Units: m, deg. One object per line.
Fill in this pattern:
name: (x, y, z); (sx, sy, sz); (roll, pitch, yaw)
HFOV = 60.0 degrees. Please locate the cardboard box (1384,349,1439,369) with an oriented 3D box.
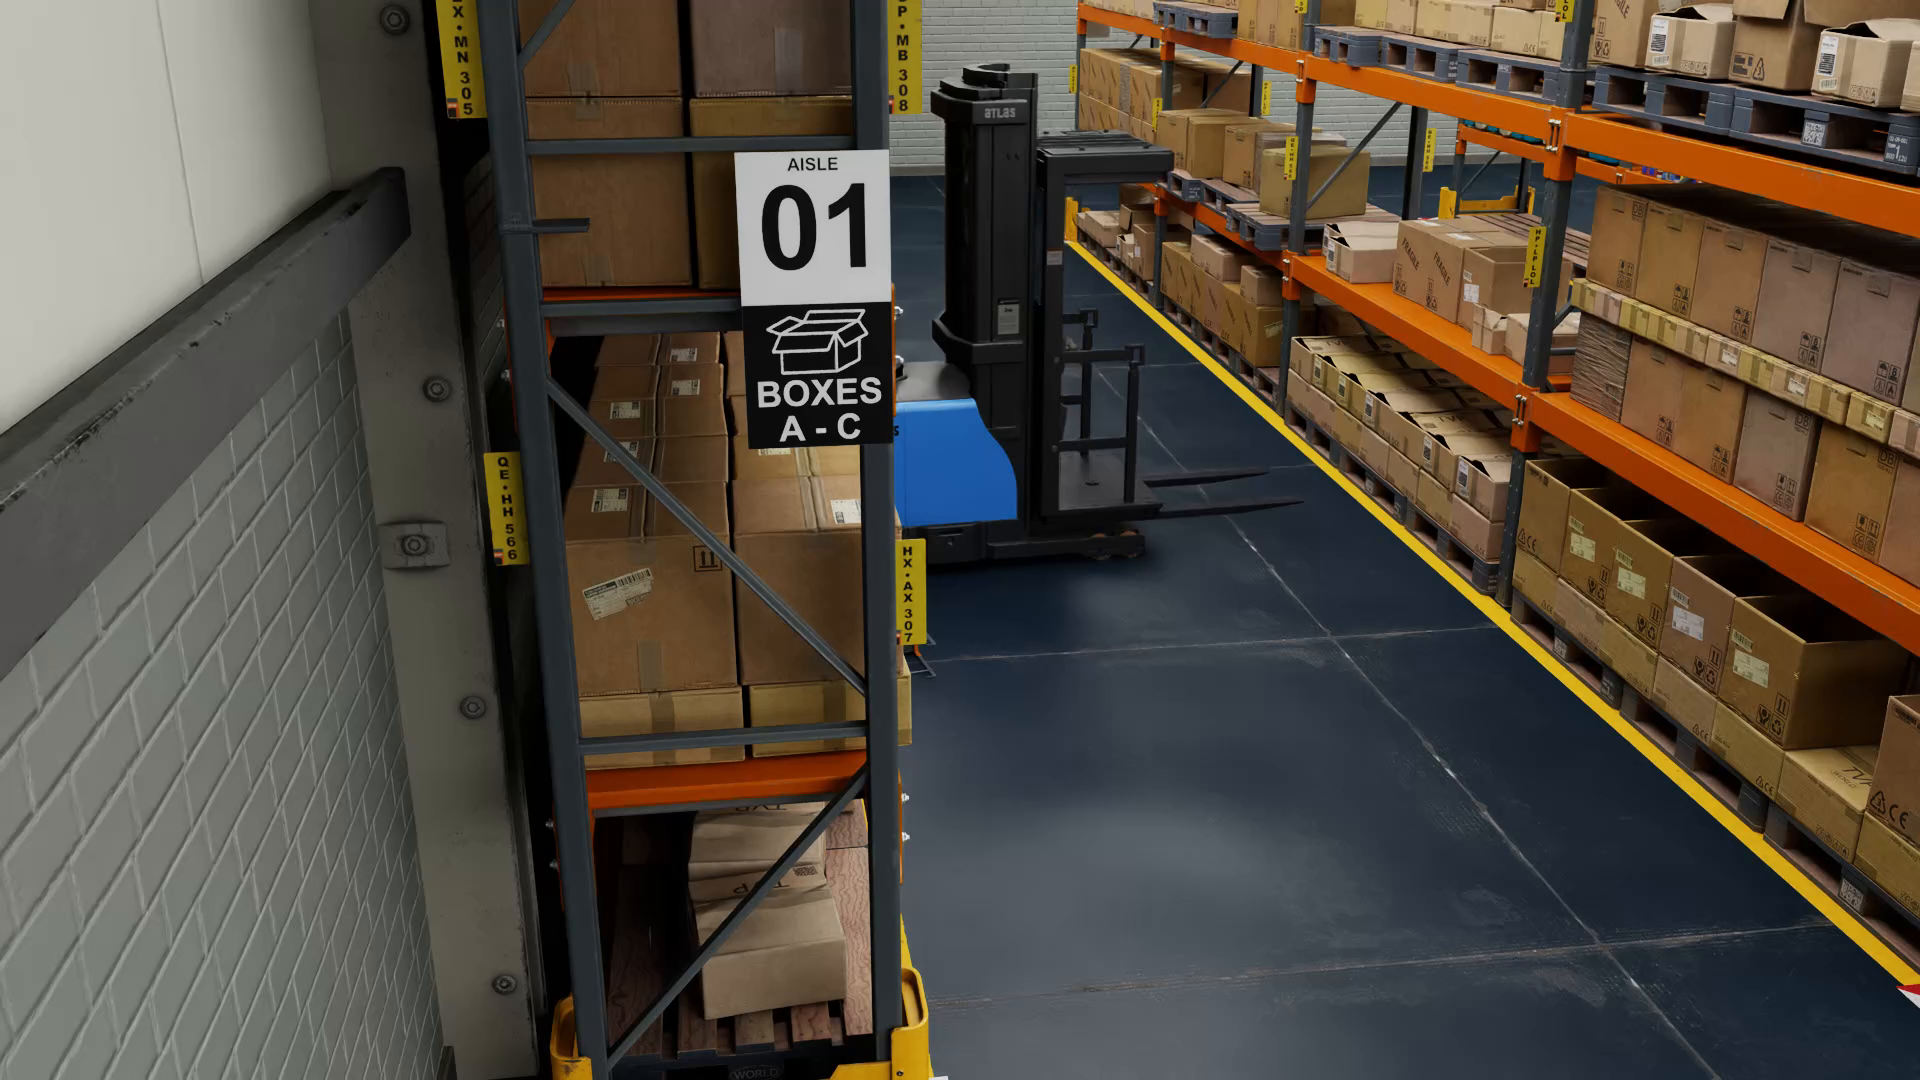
cardboard box: (3.464, -1.259, 12.329); (0.500, 0.311, 0.500); (-3, 21, -9)

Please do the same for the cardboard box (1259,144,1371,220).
cardboard box: (2.861, -2.892, 13.430); (0.700, 0.500, 0.500); (-10, 23, -26)

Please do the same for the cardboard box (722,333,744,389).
cardboard box: (-0.747, -0.595, 7.137); (0.500, 0.500, 0.500); (-4, 21, -9)

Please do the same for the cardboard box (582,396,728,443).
cardboard box: (-1.104, -0.212, 6.111); (0.500, 0.500, 0.500); (-3, 21, -9)

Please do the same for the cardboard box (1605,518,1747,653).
cardboard box: (3.542, 0.211, 8.122); (0.500, 0.500, 0.500); (-3, 21, -8)

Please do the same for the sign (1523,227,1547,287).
sign: (3.105, -1.526, 8.974); (0.100, 0.325, 0.005); (-3, 21, -8)

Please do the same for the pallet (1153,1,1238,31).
pallet: (2.512, -4.909, 15.555); (1.213, 0.211, 1.003); (-3, 21, -8)

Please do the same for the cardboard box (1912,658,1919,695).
cardboard box: (4.286, 0.703, 6.803); (0.500, 0.500, 0.500); (-3, 21, -8)

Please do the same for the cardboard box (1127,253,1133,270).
cardboard box: (2.011, -3.002, 17.912); (0.380, 0.149, 0.250); (-3, 21, -8)

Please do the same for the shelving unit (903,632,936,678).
shelving unit: (-0.434, 0.450, 9.232); (0.258, 0.189, 1.200); (-7, 21, -18)

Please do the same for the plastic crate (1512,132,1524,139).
plastic crate: (6.712, -4.847, 19.559); (0.416, 0.233, 0.300); (-3, 21, -8)

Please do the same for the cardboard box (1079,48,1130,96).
cardboard box: (1.714, -5.555, 19.729); (0.500, 0.500, 0.500); (-2, 21, -6)

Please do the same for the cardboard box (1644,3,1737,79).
cardboard box: (3.530, -2.303, 7.634); (0.500, 0.311, 0.500); (-4, 21, -11)

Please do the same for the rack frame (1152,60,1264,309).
rack frame: (2.487, -3.821, 16.661); (1.000, 3.000, 0.127); (-3, 21, -8)

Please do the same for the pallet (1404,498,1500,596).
pallet: (3.495, 0.002, 10.410); (1.003, 0.211, 1.213); (-3, 21, -8)

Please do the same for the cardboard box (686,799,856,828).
cardboard box: (-0.834, 0.851, 7.093); (0.700, 0.500, 0.500); (-4, 21, -11)

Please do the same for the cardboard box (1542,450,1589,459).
cardboard box: (3.827, -0.379, 9.971); (0.500, 0.311, 0.500); (-3, 21, -8)

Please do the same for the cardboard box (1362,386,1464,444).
cardboard box: (3.079, -0.876, 11.302); (0.500, 0.311, 0.500); (-3, 21, -8)

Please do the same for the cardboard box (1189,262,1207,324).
cardboard box: (2.468, -2.319, 15.582); (0.500, 0.500, 0.500); (-3, 21, -7)

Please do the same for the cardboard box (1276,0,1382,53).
cardboard box: (2.967, -4.038, 12.810); (0.910, 0.500, 0.500); (-3, 21, -8)

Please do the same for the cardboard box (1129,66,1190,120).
cardboard box: (2.081, -4.676, 17.377); (0.500, 0.500, 0.500); (-3, 21, -9)

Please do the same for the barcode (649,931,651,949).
barcode: (-1.094, 1.404, 5.872); (0.001, 0.075, 0.075); (-3, 21, -8)

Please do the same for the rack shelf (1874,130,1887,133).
rack shelf: (12.002, -4.675, 19.975); (1.077, 0.370, 4.000); (-3, 21, -8)

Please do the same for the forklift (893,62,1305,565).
forklift: (0.686, -1.421, 10.331); (3.031, 2.935, 1.130); (-4, 21, -11)

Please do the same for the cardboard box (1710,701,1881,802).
cardboard box: (3.689, 0.908, 7.327); (0.500, 0.250, 0.500); (-3, 21, -8)

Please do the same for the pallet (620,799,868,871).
pallet: (-0.950, 1.160, 7.309); (1.003, 0.211, 1.213); (-3, 21, -8)

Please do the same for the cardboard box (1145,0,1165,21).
cardboard box: (2.154, -5.311, 16.577); (0.500, 0.250, 0.500); (-3, 21, -8)

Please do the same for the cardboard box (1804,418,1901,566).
cardboard box: (4.016, -0.230, 6.901); (0.700, 0.500, 0.500); (-3, 21, -7)

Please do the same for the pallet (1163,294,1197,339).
pallet: (2.642, -2.235, 16.400); (1.003, 0.211, 1.213); (-3, 21, -8)

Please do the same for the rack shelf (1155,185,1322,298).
rack shelf: (2.775, -2.792, 14.932); (1.077, 0.370, 4.000); (-3, 21, -8)

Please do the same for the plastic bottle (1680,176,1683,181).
plastic bottle: (7.135, -3.596, 16.340); (0.097, 0.201, 0.097); (0, 20, 0)

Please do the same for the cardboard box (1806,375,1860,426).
cardboard box: (3.785, -0.588, 6.934); (0.380, 0.149, 0.250); (-2, 21, -6)

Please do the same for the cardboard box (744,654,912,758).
cardboard box: (-0.441, 0.460, 5.382); (0.500, 0.250, 0.500); (-4, 21, -9)

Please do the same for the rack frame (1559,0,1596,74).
rack frame: (3.640, -3.862, 8.195); (1.000, 3.000, 0.127); (-3, 21, -8)

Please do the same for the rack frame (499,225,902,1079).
rack frame: (-0.685, 0.584, 4.864); (1.000, 3.000, 0.127); (-3, 21, -8)

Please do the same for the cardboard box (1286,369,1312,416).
cardboard box: (2.849, -1.149, 12.835); (0.500, 0.250, 0.500); (-3, 21, -8)

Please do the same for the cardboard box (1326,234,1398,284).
cardboard box: (3.001, -2.075, 12.113); (0.500, 0.311, 0.500); (-3, 21, -8)

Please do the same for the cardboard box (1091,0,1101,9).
cardboard box: (1.792, -6.177, 18.894); (0.500, 0.250, 0.500); (-3, 21, -8)

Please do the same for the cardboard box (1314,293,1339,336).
cardboard box: (3.200, -1.825, 14.258); (0.500, 0.500, 0.500); (-4, 21, -10)

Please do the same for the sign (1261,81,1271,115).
sign: (3.036, -4.393, 16.536); (0.100, 0.325, 0.005); (-3, 21, -8)

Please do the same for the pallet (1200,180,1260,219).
pallet: (2.779, -3.020, 14.788); (1.003, 0.211, 1.213); (-3, 21, -8)

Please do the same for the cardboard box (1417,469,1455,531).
cardboard box: (3.223, -0.264, 10.467); (0.500, 0.250, 0.500); (-3, 21, -9)

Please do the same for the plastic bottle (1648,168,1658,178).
plastic bottle: (7.039, -3.821, 16.825); (0.061, 0.283, 0.133); (-3, 21, -8)

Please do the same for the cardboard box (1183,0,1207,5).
cardboard box: (2.487, -5.339, 15.550); (0.600, 0.600, 0.600); (-5, 21, -13)

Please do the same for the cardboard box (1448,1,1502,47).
cardboard box: (3.425, -3.248, 10.453); (0.500, 0.250, 0.500); (-5, 21, -12)

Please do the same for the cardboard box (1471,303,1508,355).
cardboard box: (3.332, -1.284, 10.058); (0.396, 0.266, 0.258); (-3, 21, -9)

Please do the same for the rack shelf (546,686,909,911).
rack shelf: (-0.973, 0.229, 6.844); (1.077, 0.370, 4.000); (-3, 21, -8)

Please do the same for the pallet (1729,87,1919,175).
pallet: (3.961, -1.700, 6.820); (1.003, 0.211, 1.213); (-3, 21, -8)

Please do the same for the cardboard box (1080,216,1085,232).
cardboard box: (1.667, -3.836, 20.121); (0.380, 0.166, 0.250); (-3, 21, -8)

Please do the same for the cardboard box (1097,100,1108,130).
cardboard box: (1.863, -4.734, 18.961); (0.500, 0.500, 0.500); (-3, 21, -8)

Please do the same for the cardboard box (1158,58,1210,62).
cardboard box: (2.474, -5.049, 18.376); (0.500, 0.500, 0.500); (-2, 21, -6)

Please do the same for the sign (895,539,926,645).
sign: (-0.148, 0.152, 4.786); (0.100, 0.325, 0.005); (-3, 21, -8)

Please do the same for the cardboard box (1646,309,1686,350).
cardboard box: (3.602, -1.033, 8.124); (0.380, 0.149, 0.250); (-3, 21, -8)

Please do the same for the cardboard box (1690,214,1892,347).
cardboard box: (3.856, -1.205, 7.657); (0.700, 0.500, 0.500); (-3, 21, -8)
